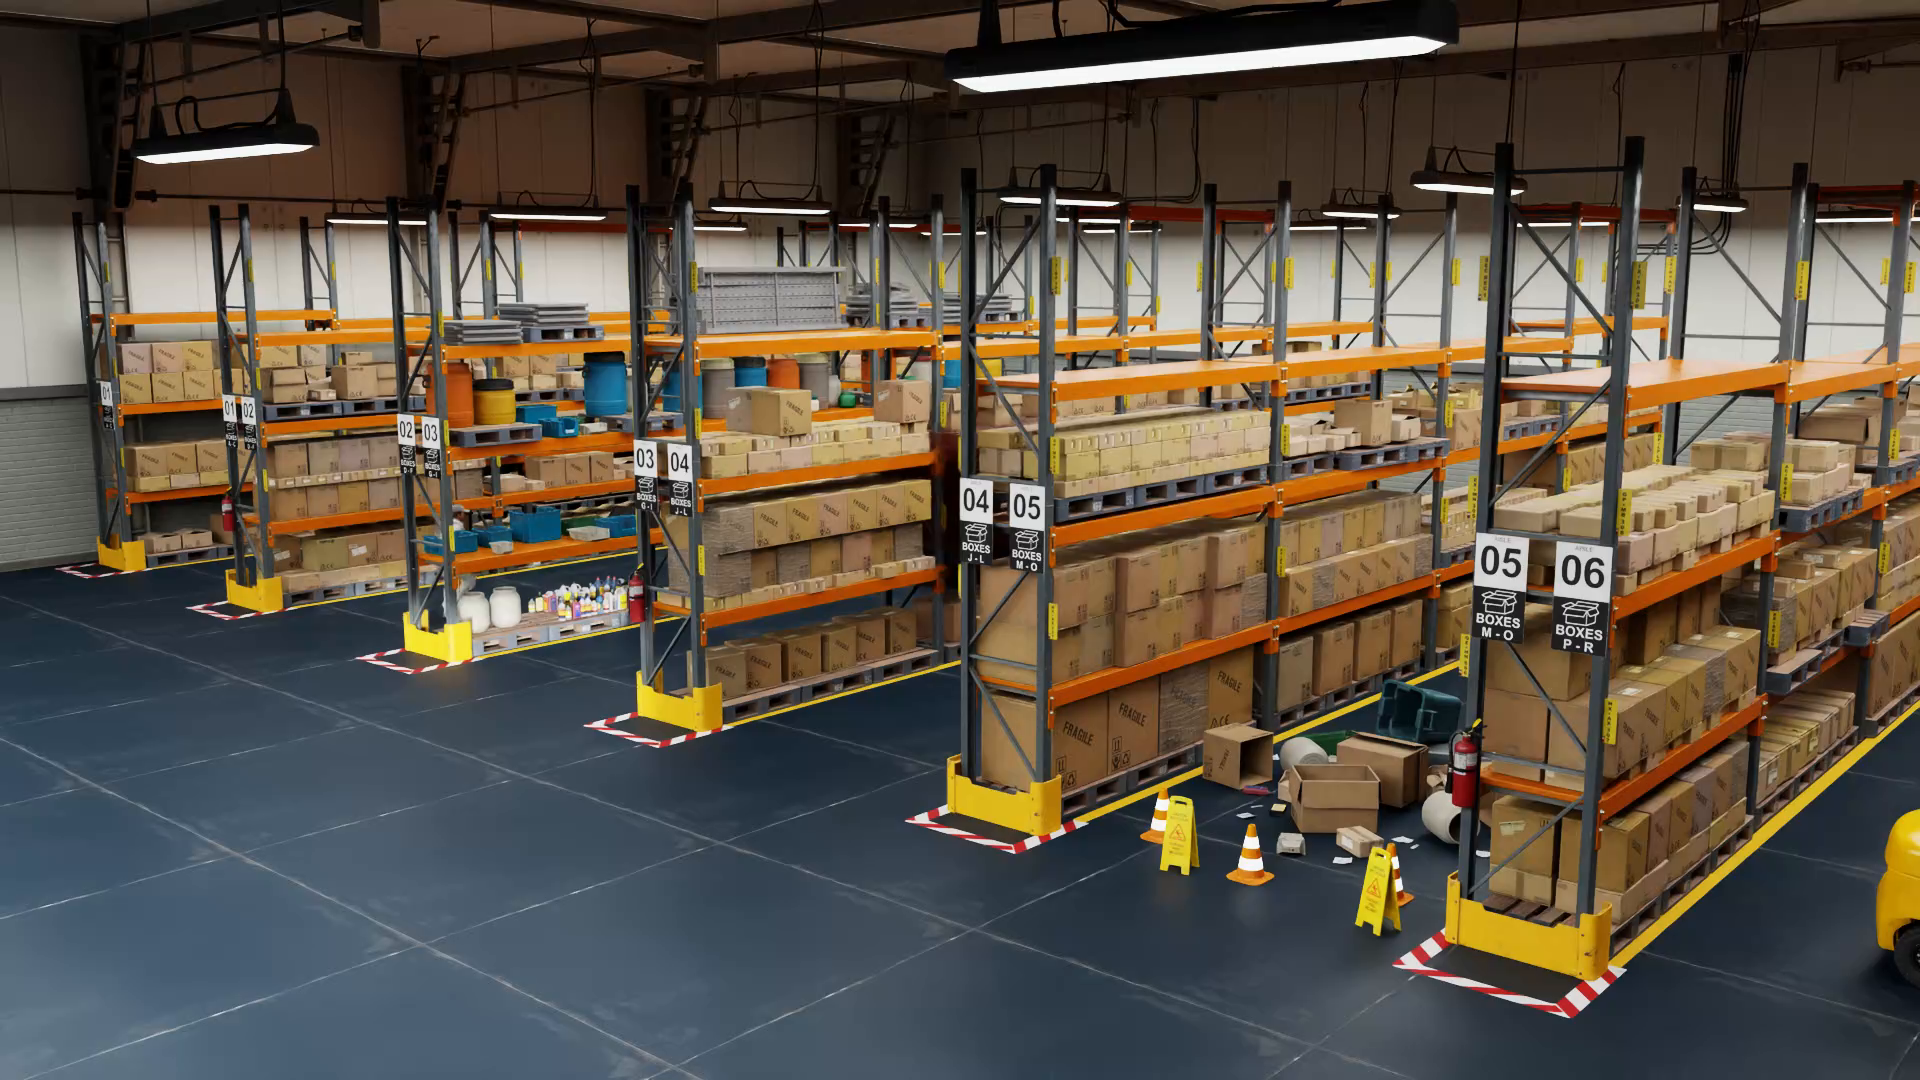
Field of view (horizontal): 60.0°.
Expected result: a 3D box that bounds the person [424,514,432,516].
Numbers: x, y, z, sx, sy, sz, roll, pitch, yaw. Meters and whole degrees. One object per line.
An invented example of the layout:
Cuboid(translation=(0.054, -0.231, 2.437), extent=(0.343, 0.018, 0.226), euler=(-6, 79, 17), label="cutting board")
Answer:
Cuboid(translation=(-9.668, -0.653, 30.504), extent=(0.501, 1.582, 0.474), euler=(7, 12, 35), label="person")

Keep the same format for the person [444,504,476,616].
Cuboid(translation=(-7.411, 0.297, 24.469), extent=(0.514, 1.652, 0.547), euler=(-8, 12, -40), label="person")
